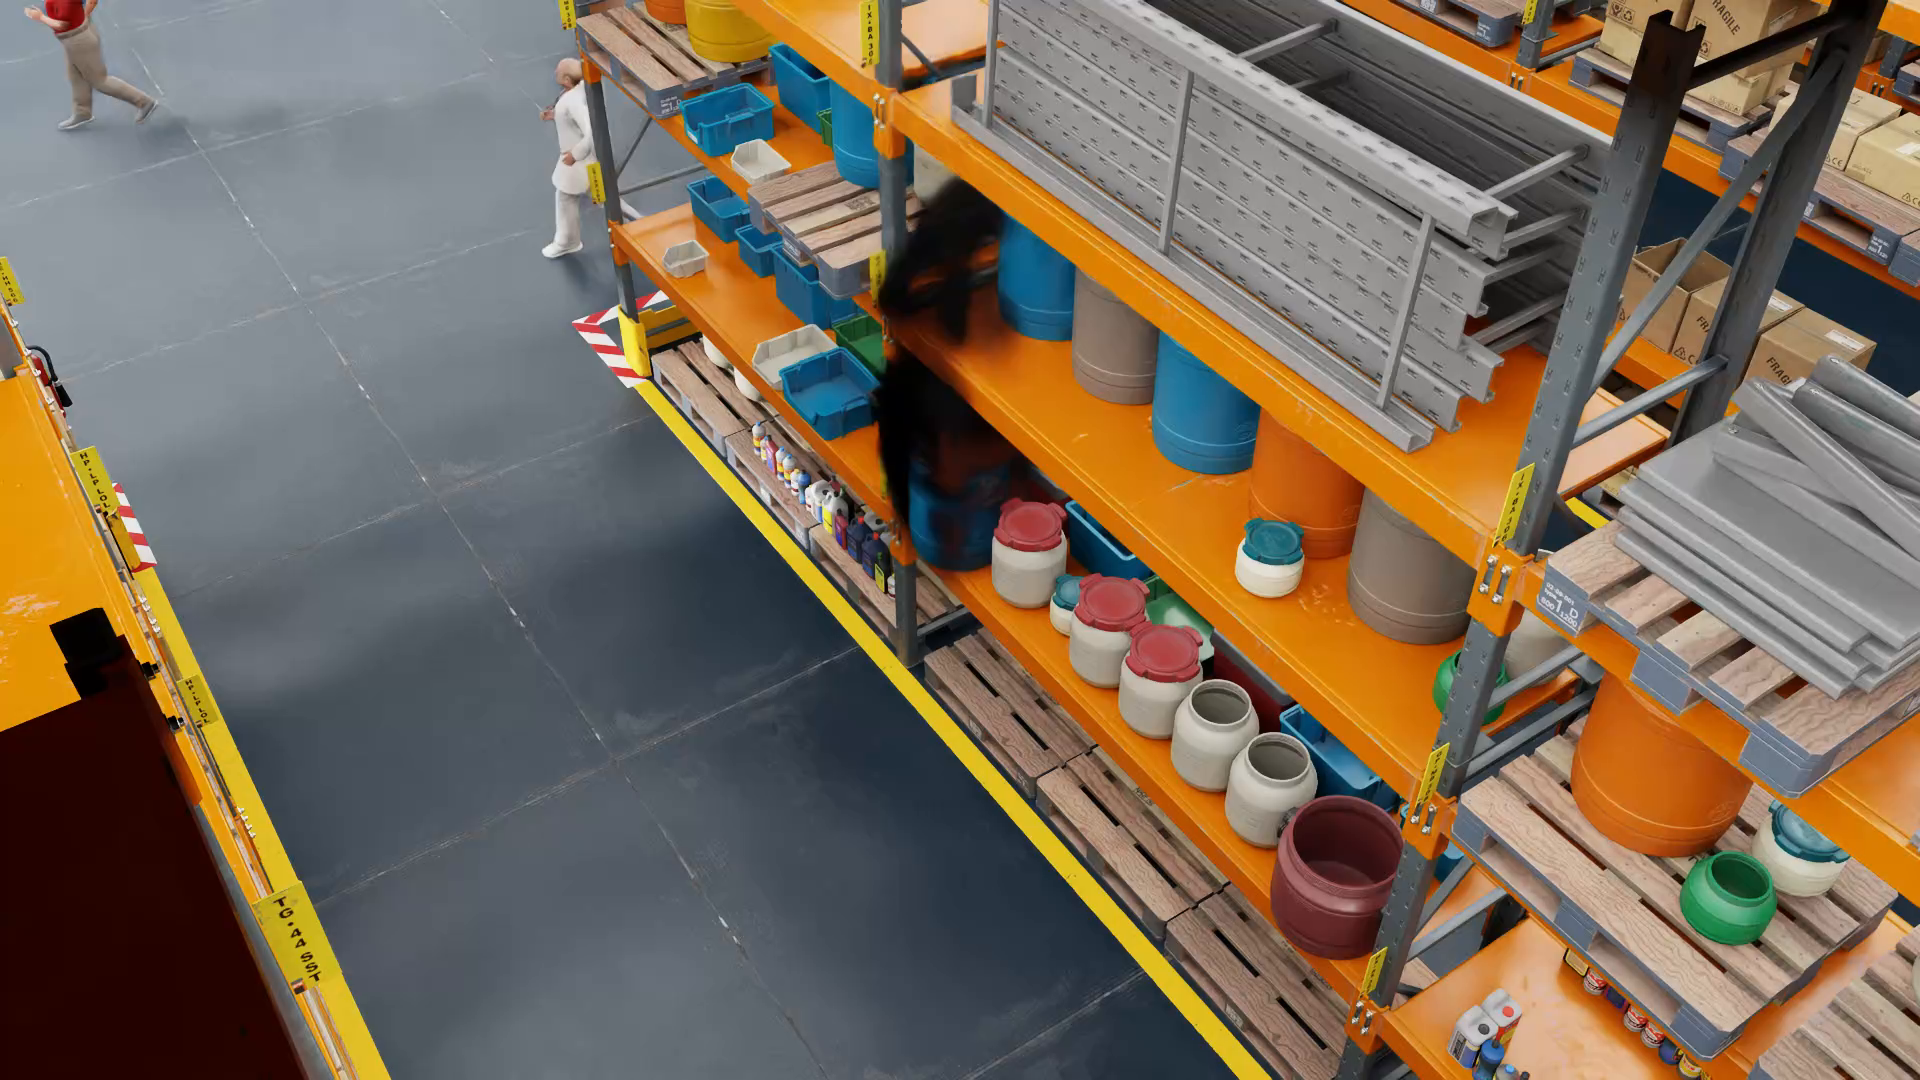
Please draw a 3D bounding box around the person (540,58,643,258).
[{"bbox_3d":[-3.148,-3.180,13.892,0.944,1.791,0.713,4,43,5],"label":"person"}]

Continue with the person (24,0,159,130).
[{"bbox_3d":[-8.187,-4.640,15.496,0.988,1.718,0.660,-10,44,-11],"label":"person"}]
